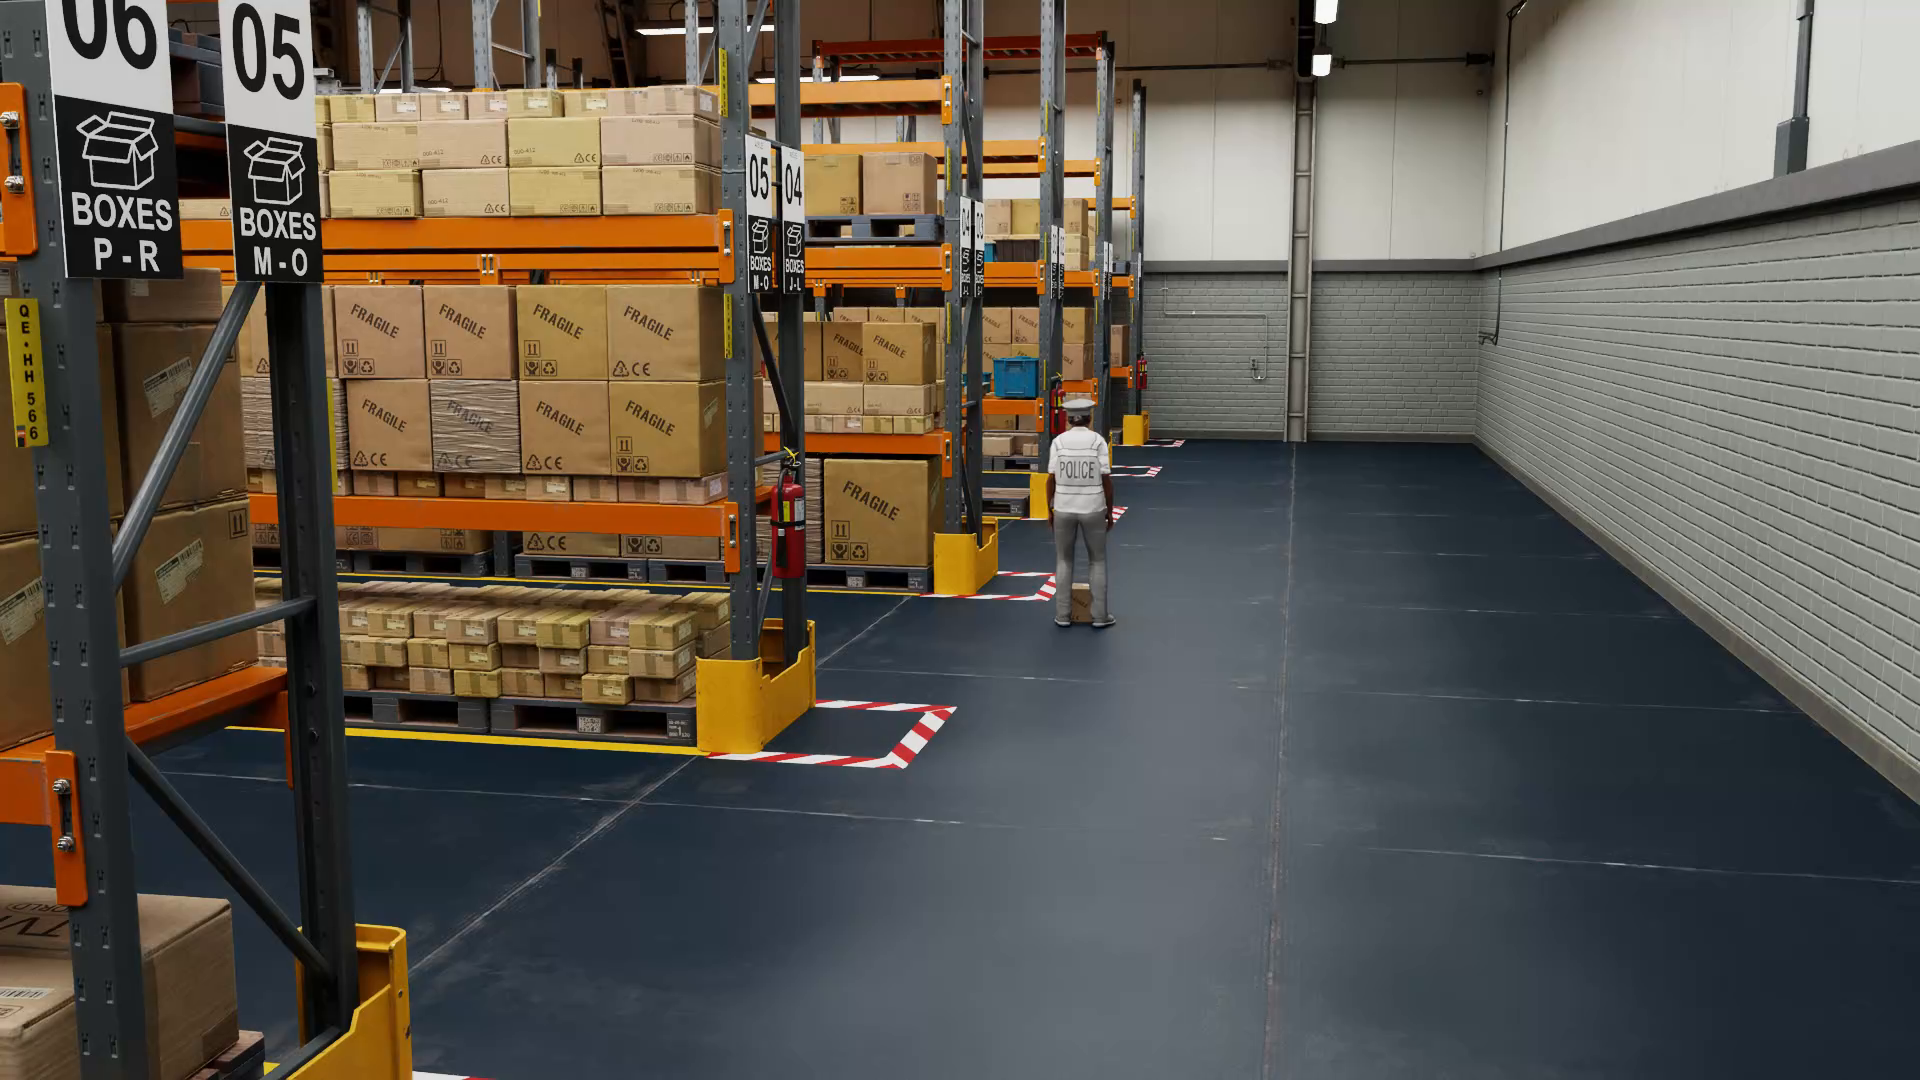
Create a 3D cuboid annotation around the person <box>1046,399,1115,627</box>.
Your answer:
[{"bbox_3d":[0.886,-0.194,12.184,0.506,1.660,0.393,2,8,11],"label":"person"}]
